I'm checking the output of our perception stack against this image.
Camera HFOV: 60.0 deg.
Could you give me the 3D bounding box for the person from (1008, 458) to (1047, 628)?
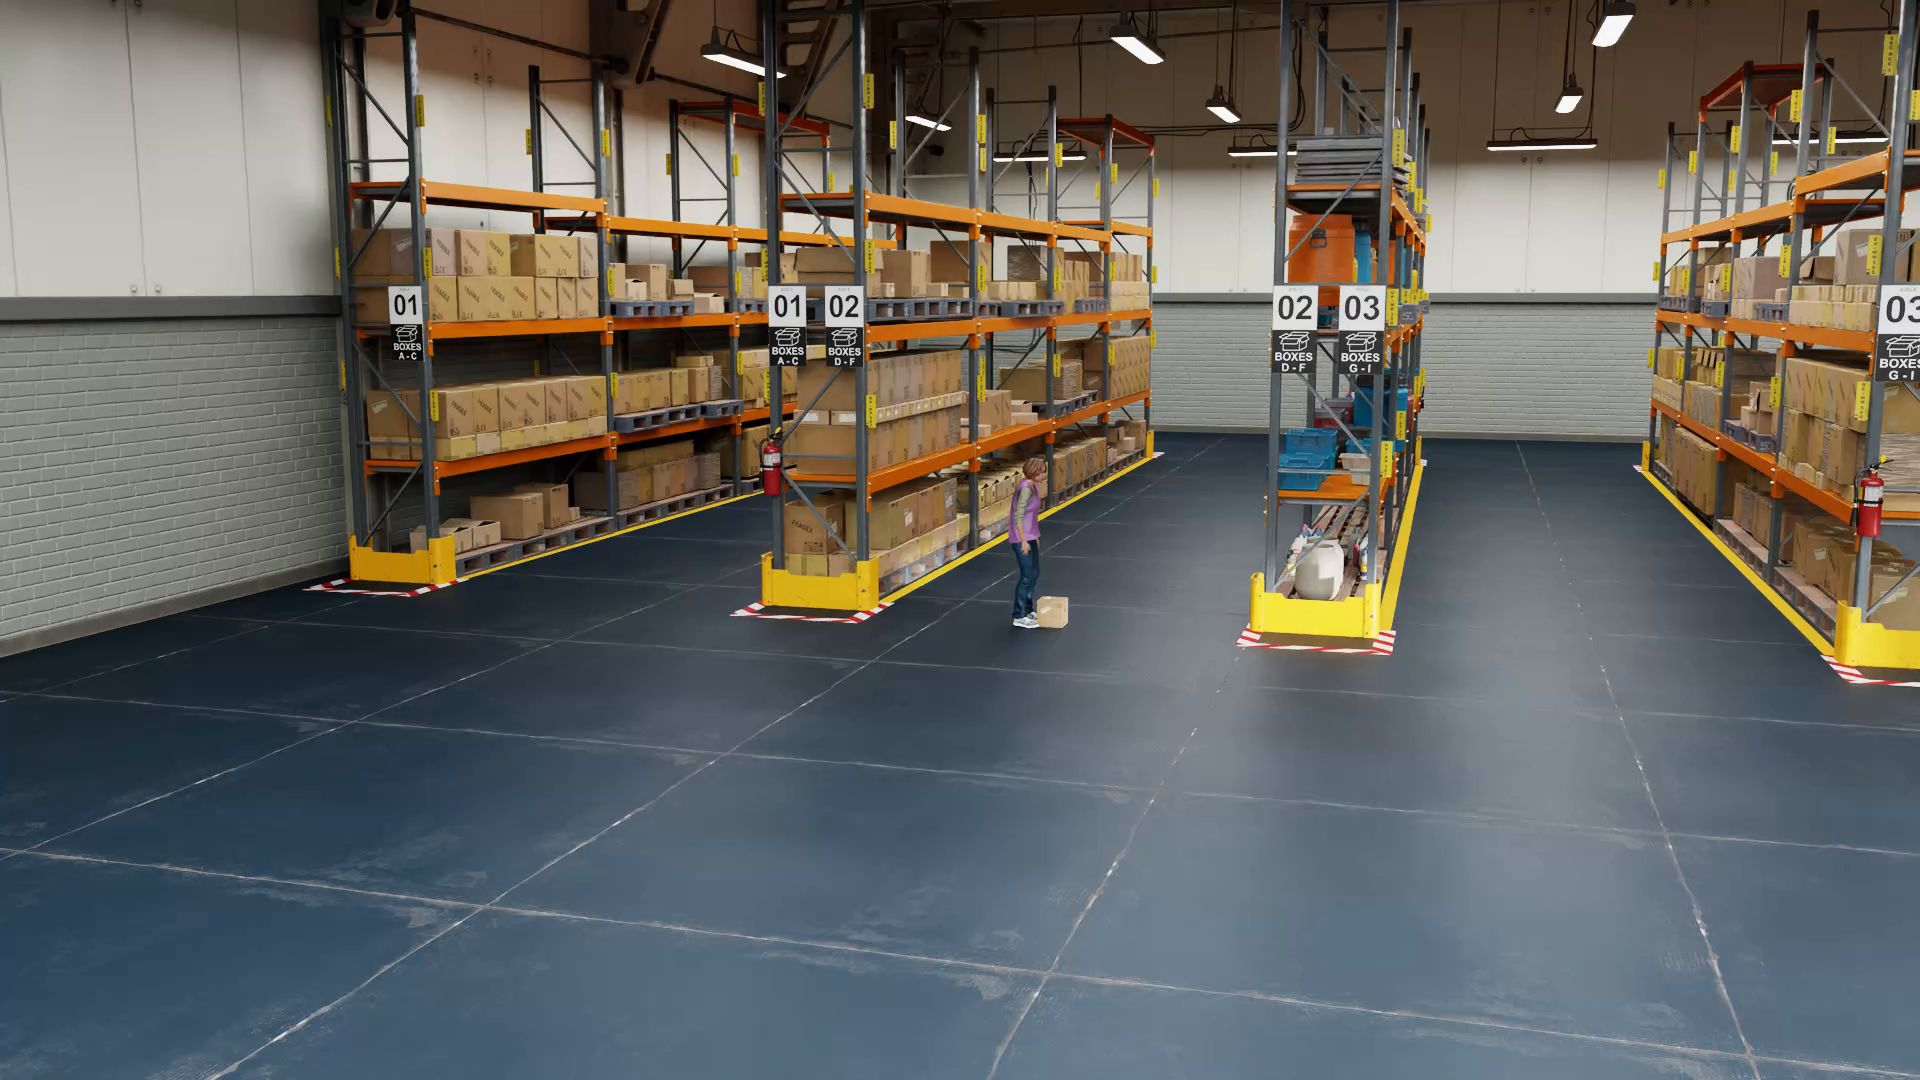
[{"bbox_3d":[0.639,0.014,15.787,0.347,1.593,0.459,2,9,16],"label":"person"}]
